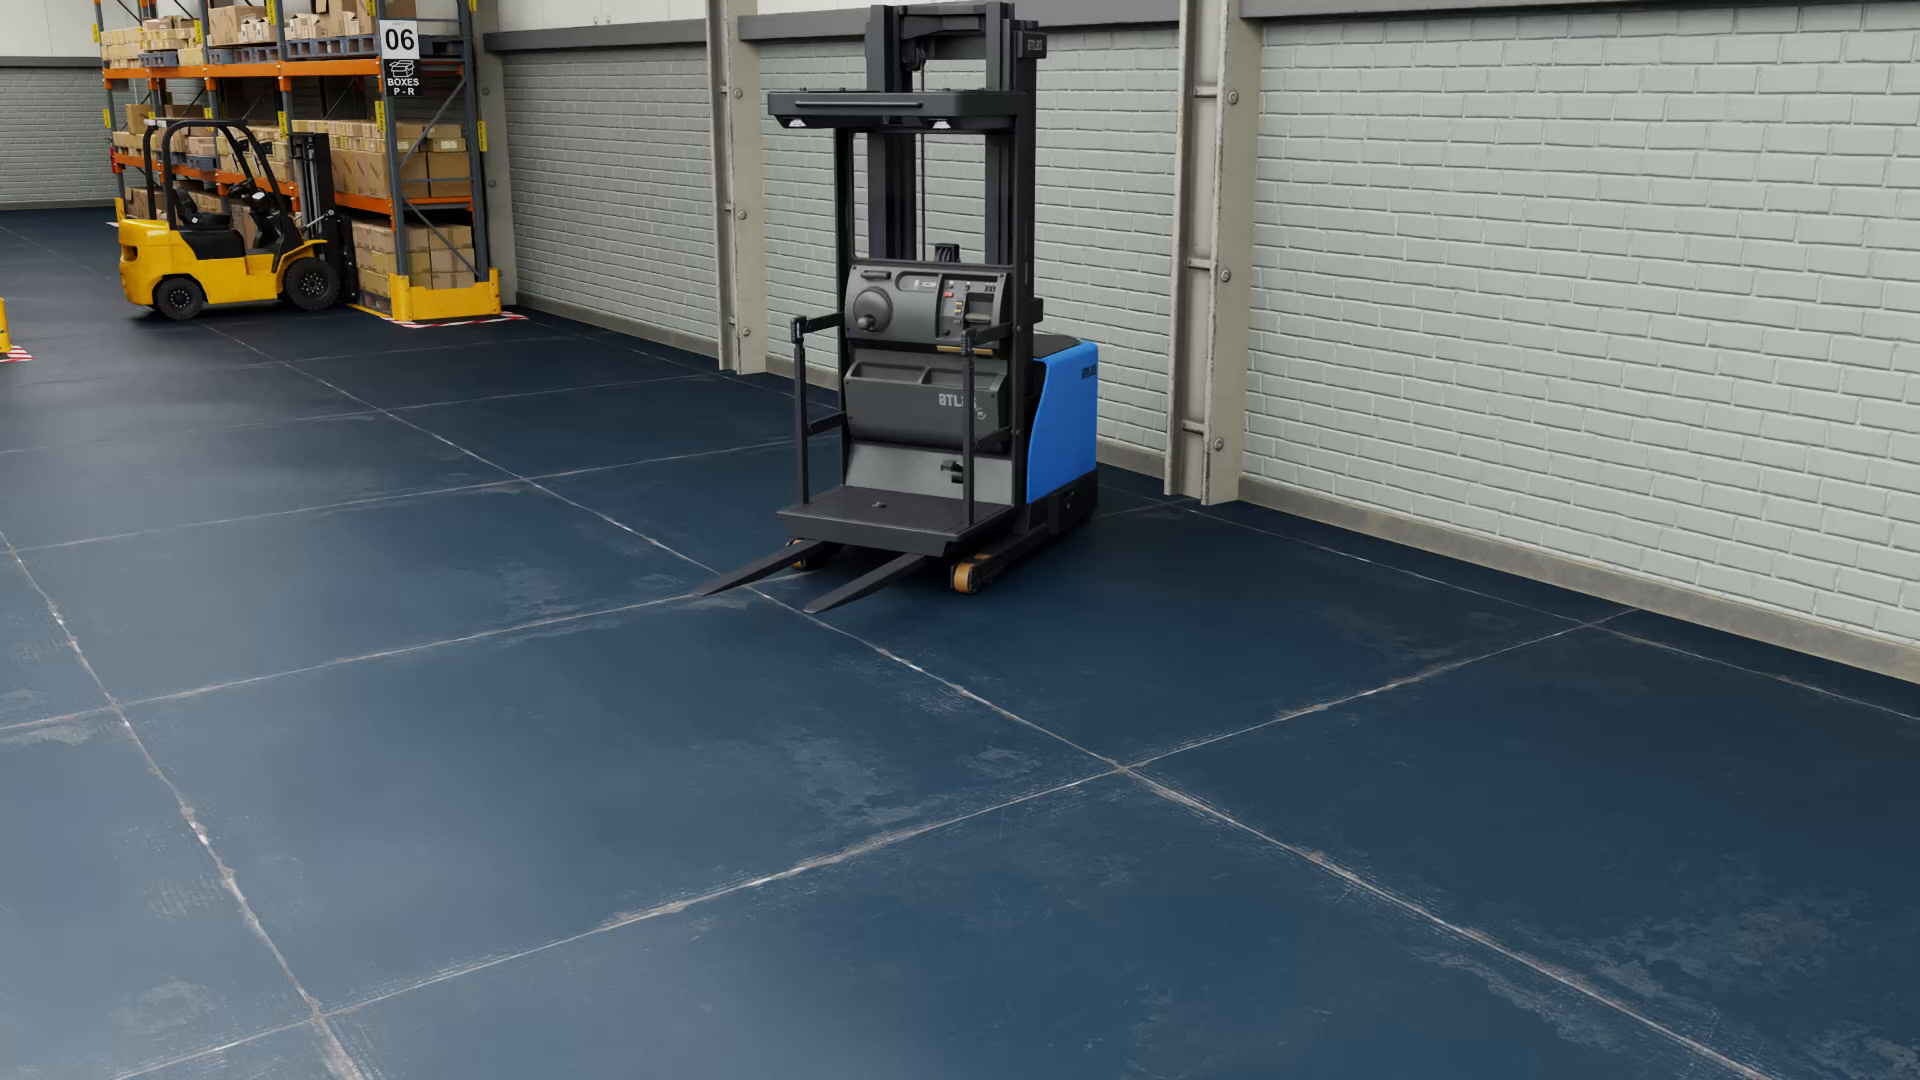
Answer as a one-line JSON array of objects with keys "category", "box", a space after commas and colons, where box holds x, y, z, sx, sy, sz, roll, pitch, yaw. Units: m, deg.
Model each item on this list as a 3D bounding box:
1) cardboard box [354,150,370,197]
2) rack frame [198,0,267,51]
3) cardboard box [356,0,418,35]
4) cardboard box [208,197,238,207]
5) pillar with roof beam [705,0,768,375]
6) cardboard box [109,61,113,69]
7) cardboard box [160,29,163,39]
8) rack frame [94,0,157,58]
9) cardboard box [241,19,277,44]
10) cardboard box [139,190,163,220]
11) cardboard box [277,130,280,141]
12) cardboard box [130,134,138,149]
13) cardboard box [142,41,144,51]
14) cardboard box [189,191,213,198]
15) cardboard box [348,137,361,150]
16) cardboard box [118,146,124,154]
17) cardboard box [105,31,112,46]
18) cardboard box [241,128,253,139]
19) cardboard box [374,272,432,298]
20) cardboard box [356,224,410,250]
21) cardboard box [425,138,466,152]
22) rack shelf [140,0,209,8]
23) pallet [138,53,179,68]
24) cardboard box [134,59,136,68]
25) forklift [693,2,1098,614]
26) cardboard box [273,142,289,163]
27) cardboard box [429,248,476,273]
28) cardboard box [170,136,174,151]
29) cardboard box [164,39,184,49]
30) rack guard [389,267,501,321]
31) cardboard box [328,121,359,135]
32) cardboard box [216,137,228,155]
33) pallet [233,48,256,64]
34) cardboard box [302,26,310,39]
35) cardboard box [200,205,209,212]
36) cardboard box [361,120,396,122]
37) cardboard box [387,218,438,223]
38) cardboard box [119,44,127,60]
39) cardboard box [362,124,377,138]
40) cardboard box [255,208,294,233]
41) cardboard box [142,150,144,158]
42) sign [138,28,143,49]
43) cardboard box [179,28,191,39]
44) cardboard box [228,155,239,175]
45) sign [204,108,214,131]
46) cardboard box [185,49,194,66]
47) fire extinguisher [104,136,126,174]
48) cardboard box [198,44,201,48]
[{"category": "cardboard box", "box": [-6.631, -4.225, 19.140, 0.500, 0.500, 0.500, -10, 18, -33]}, {"category": "rack frame", "box": [-10.536, -8.602, 23.958, 1.000, 3.000, 0.127, -11, 19, -35]}, {"category": "cardboard box", "box": [-6.289, -5.802, 18.238, 0.500, 0.500, 0.500, -10, 18, -33]}, {"category": "cardboard box", "box": [-11.336, -5.201, 25.606, 0.380, 0.149, 0.250, -12, 19, -36]}, {"category": "pillar with roof beam", "box": [-5.467, -5.233, 11.648, 9.100, 9.000, 0.400, -11, 19, -35]}, {"category": "cardboard box", "box": [-15.240, -8.638, 30.248, 0.380, 0.149, 0.250, -10, 18, -33]}, {"category": "cardboard box", "box": [-12.254, -7.886, 25.952, 0.380, 0.149, 0.250, -11, 19, -34]}, {"category": "rack frame", "box": [-15.240, -10.310, 30.199, 1.000, 3.000, 0.127, -11, 19, -35]}, {"category": "cardboard box", "box": [-9.258, -6.789, 22.202, 0.500, 0.311, 0.500, -12, 19, -36]}, {"category": "cardboard box", "box": [-14.255, -5.951, 29.577, 0.500, 0.500, 0.500, -10, 18, -34]}, {"category": "cardboard box", "box": [-8.832, -5.366, 22.083, 0.380, 0.149, 0.250, -11, 19, -35]}, {"category": "cardboard box", "box": [-14.275, -7.028, 29.291, 0.500, 0.250, 0.500, -11, 19, -36]}, {"category": "cardboard box", "box": [-13.034, -8.013, 26.981, 0.380, 0.149, 0.250, -11, 19, -34]}, {"category": "cardboard box", "box": [-12.217, -5.538, 26.841, 0.380, 0.149, 0.250, -11, 19, -35]}, {"category": "cardboard box", "box": [-6.872, -4.611, 19.322, 0.380, 0.149, 0.250, -12, 19, -36]}, {"category": "cardboard box", "box": [-15.268, -7.183, 30.613, 0.380, 0.149, 0.250, -11, 19, -35]}, {"category": "cardboard box", "box": [-14.898, -8.930, 29.614, 0.500, 0.250, 0.500, -11, 19, -35]}, {"category": "cardboard box", "box": [-9.819, -5.682, 23.234, 0.380, 0.149, 0.250, -10, 18, -33]}, {"category": "cardboard box", "box": [-6.364, -2.928, 19.003, 0.500, 0.250, 0.500, -11, 19, -34]}, {"category": "cardboard box", "box": [-6.660, -3.517, 19.261, 0.500, 0.250, 0.500, -10, 18, -34]}, {"category": "cardboard box", "box": [-5.822, -4.474, 18.821, 0.380, 0.149, 0.250, -11, 19, -36]}, {"category": "rack shelf", "box": [-11.712, -8.489, 25.666, 1.077, 0.370, 4.000, -11, 19, -35]}, {"category": "pallet", "box": [-12.561, -7.768, 26.951, 1.213, 0.211, 1.003, -11, 19, -35]}, {"category": "cardboard box", "box": [-13.904, -8.145, 28.447, 0.380, 0.149, 0.250, -10, 18, -33]}, {"category": "forklift", "box": [-0.281, -1.266, 8.649, 1.130, 2.935, 3.031, 8, 17, 26]}, {"category": "cardboard box", "box": [-8.679, -5.088, 21.821, 0.500, 0.250, 0.500, -11, 19, -36]}, {"category": "cardboard box", "box": [-5.940, -3.250, 19.235, 0.500, 0.250, 0.500, -10, 18, -34]}, {"category": "cardboard box", "box": [-12.381, -6.344, 26.531, 0.396, 0.266, 0.258, -10, 18, -32]}, {"category": "cardboard box", "box": [-12.109, -7.689, 25.796, 0.380, 0.149, 0.250, -10, 18, -33]}, {"category": "rack guard", "box": [-5.818, -2.789, 18.820, 1.175, 0.500, 0.348, -11, 19, -35]}, {"category": "cardboard box", "box": [-7.415, -4.982, 20.114, 0.380, 0.149, 0.250, -11, 19, -35]}, {"category": "cardboard box", "box": [-10.493, -5.740, 24.205, 0.500, 0.250, 0.500, -11, 19, -35]}, {"category": "pallet", "box": [-9.404, -6.695, 23.029, 1.003, 0.211, 1.213, -10, 18, -32]}, {"category": "cardboard box", "box": [-7.714, -6.123, 20.076, 0.380, 0.149, 0.250, -10, 18, -33]}, {"category": "cardboard box", "box": [-11.554, -4.982, 26.036, 0.500, 0.500, 0.500, -10, 18, -32]}, {"category": "cardboard box", "box": [-7.274, -5.179, 20.835, 0.380, 0.149, 0.250, -11, 19, -36]}, {"category": "cardboard box", "box": [-6.544, -3.705, 19.950, 0.500, 0.250, 0.500, -11, 19, -35]}, {"category": "cardboard box", "box": [-14.270, -8.474, 28.893, 0.500, 0.250, 0.500, -11, 19, -35]}, {"category": "cardboard box", "box": [-6.559, -4.648, 18.894, 0.380, 0.149, 0.250, -10, 18, -33]}, {"category": "cardboard box", "box": [-9.393, -4.348, 23.483, 0.875, 0.625, 0.625, -12, 19, -37]}, {"category": "cardboard box", "box": [-13.928, -6.684, 28.793, 0.380, 0.149, 0.250, -11, 19, -35]}, {"category": "sign", "box": [-13.322, -8.173, 27.093, 0.100, 0.325, 0.005, -11, 19, -35]}, {"category": "cardboard box", "box": [-11.590, -7.670, 25.199, 0.380, 0.149, 0.250, -11, 19, -36]}, {"category": "cardboard box", "box": [-10.181, -5.395, 23.890, 0.500, 0.250, 0.500, -11, 19, -36]}, {"category": "sign", "box": [-10.969, -6.142, 24.292, 0.100, 0.325, 0.005, -11, 19, -35]}, {"category": "cardboard box", "box": [-11.330, -7.262, 25.028, 0.500, 0.250, 0.500, -11, 19, -34]}, {"category": "fire extinguisher", "box": [-15.700, -7.159, 30.904, 0.296, 0.674, 0.183, -11, 19, -35]}, {"category": "cardboard box", "box": [-11.075, -7.372, 24.675, 0.380, 0.149, 0.250, -11, 19, -36]}]
